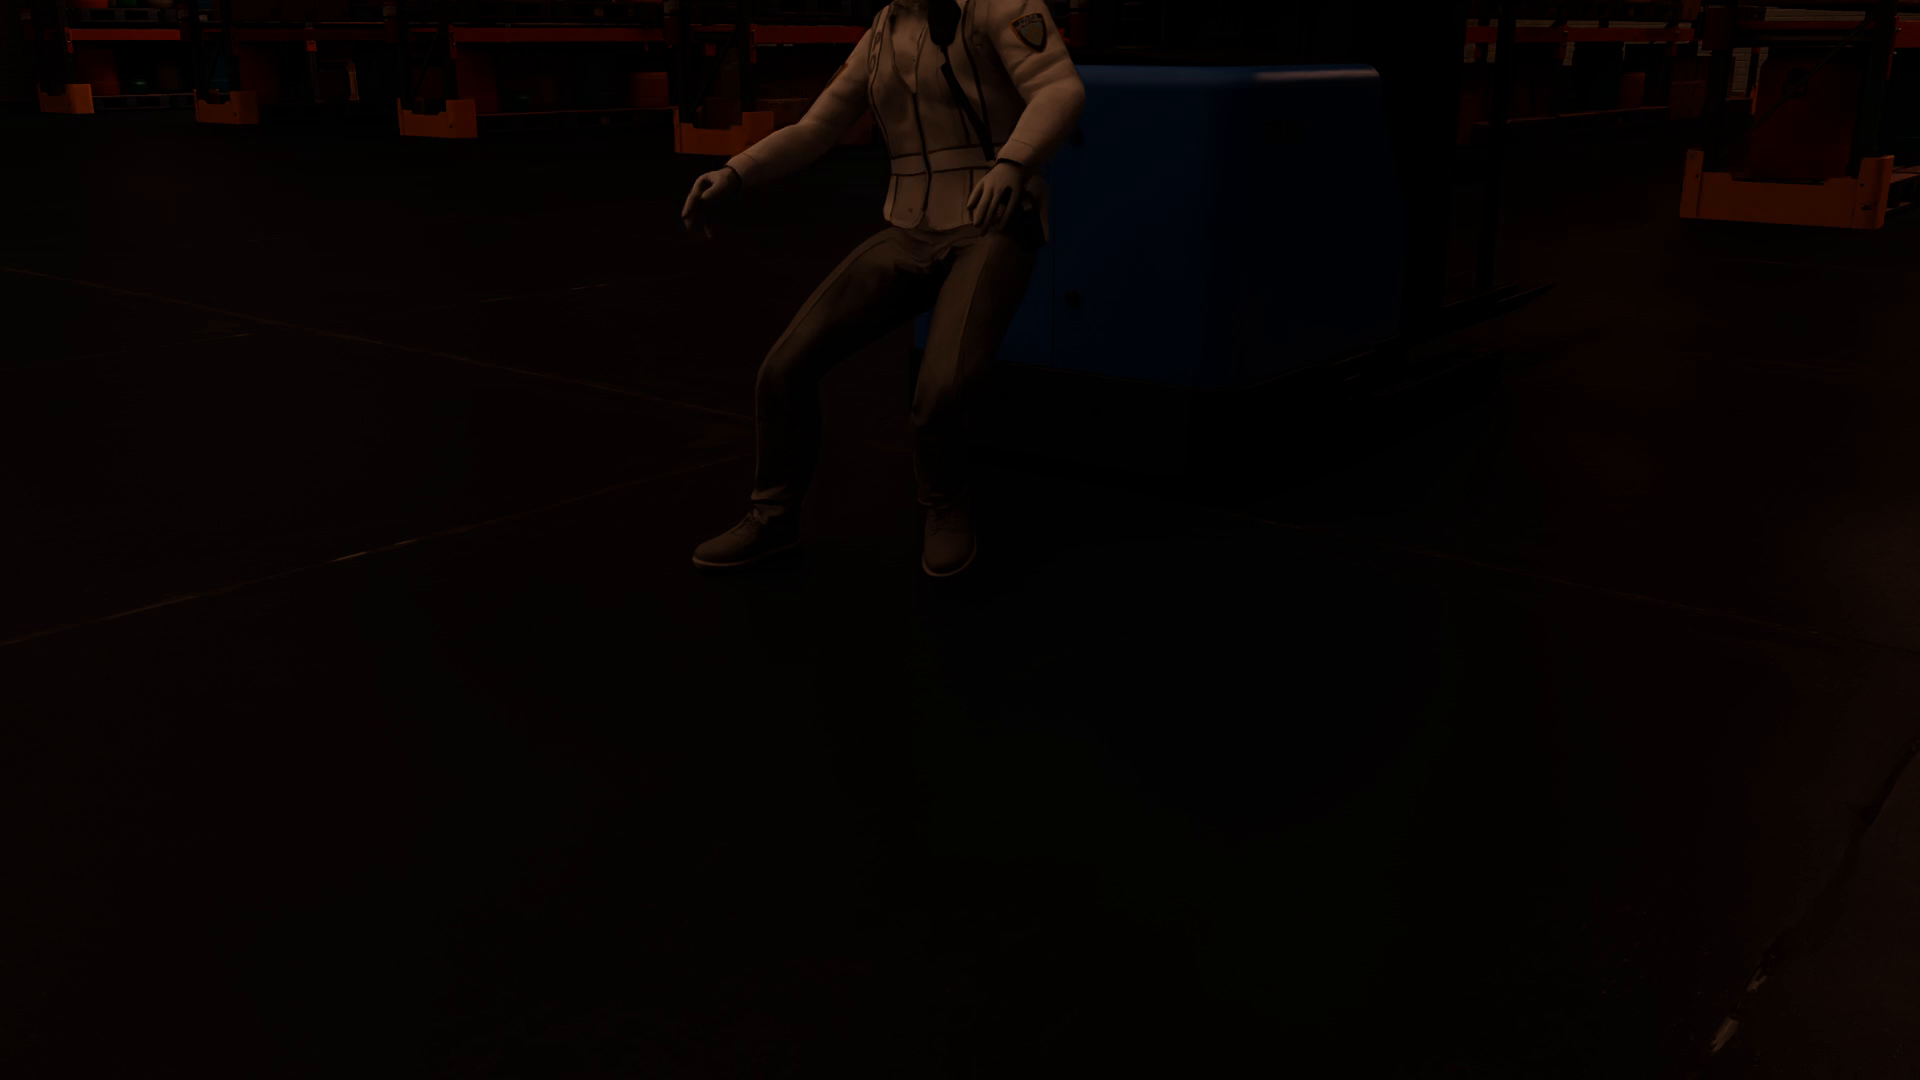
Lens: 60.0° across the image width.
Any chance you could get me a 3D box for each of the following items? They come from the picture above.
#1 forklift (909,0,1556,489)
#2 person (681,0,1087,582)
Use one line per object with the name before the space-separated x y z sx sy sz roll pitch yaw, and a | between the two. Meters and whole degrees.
forklift | 1.145 -1.902 5.160 1.130 2.935 3.031 12 21 35
person | -0.161 -0.630 3.422 0.823 1.502 0.675 14 22 39
